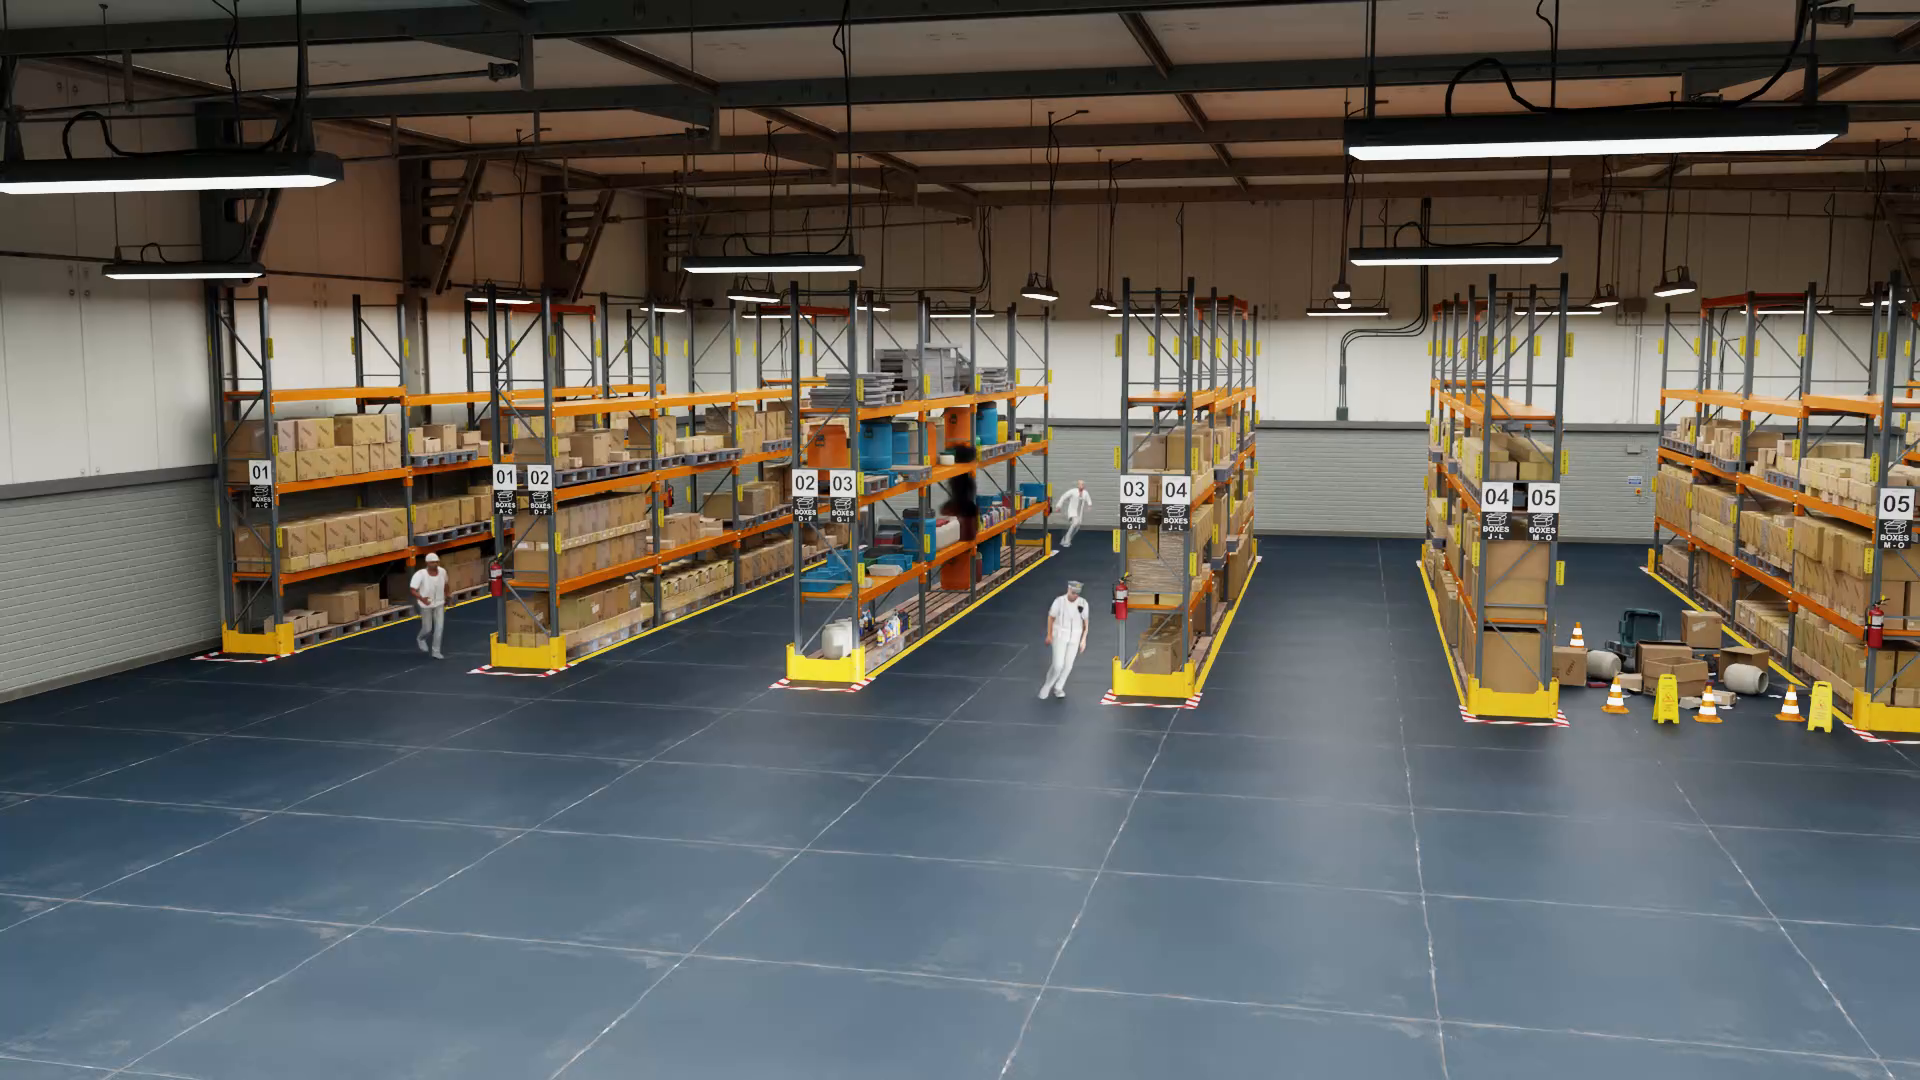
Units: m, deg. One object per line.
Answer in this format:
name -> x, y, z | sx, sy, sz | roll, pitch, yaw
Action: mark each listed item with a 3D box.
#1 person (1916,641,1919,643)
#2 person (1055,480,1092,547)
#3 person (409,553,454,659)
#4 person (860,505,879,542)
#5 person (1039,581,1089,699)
person -> 15.553, 1.060, 26.654 | 0.640, 1.674, 0.669 | 0, 7, 1
person -> 2.953, -0.663, 42.215 | 0.910, 1.693, 0.752 | -4, 8, -33
person -> -8.644, 1.049, 27.073 | 0.696, 1.720, 0.833 | -5, 8, -36
person -> -2.394, -0.744, 42.495 | 0.616, 1.786, 0.727 | -5, 8, -34
person -> 1.478, 1.414, 23.736 | 0.701, 1.712, 0.559 | -1, 7, -11
